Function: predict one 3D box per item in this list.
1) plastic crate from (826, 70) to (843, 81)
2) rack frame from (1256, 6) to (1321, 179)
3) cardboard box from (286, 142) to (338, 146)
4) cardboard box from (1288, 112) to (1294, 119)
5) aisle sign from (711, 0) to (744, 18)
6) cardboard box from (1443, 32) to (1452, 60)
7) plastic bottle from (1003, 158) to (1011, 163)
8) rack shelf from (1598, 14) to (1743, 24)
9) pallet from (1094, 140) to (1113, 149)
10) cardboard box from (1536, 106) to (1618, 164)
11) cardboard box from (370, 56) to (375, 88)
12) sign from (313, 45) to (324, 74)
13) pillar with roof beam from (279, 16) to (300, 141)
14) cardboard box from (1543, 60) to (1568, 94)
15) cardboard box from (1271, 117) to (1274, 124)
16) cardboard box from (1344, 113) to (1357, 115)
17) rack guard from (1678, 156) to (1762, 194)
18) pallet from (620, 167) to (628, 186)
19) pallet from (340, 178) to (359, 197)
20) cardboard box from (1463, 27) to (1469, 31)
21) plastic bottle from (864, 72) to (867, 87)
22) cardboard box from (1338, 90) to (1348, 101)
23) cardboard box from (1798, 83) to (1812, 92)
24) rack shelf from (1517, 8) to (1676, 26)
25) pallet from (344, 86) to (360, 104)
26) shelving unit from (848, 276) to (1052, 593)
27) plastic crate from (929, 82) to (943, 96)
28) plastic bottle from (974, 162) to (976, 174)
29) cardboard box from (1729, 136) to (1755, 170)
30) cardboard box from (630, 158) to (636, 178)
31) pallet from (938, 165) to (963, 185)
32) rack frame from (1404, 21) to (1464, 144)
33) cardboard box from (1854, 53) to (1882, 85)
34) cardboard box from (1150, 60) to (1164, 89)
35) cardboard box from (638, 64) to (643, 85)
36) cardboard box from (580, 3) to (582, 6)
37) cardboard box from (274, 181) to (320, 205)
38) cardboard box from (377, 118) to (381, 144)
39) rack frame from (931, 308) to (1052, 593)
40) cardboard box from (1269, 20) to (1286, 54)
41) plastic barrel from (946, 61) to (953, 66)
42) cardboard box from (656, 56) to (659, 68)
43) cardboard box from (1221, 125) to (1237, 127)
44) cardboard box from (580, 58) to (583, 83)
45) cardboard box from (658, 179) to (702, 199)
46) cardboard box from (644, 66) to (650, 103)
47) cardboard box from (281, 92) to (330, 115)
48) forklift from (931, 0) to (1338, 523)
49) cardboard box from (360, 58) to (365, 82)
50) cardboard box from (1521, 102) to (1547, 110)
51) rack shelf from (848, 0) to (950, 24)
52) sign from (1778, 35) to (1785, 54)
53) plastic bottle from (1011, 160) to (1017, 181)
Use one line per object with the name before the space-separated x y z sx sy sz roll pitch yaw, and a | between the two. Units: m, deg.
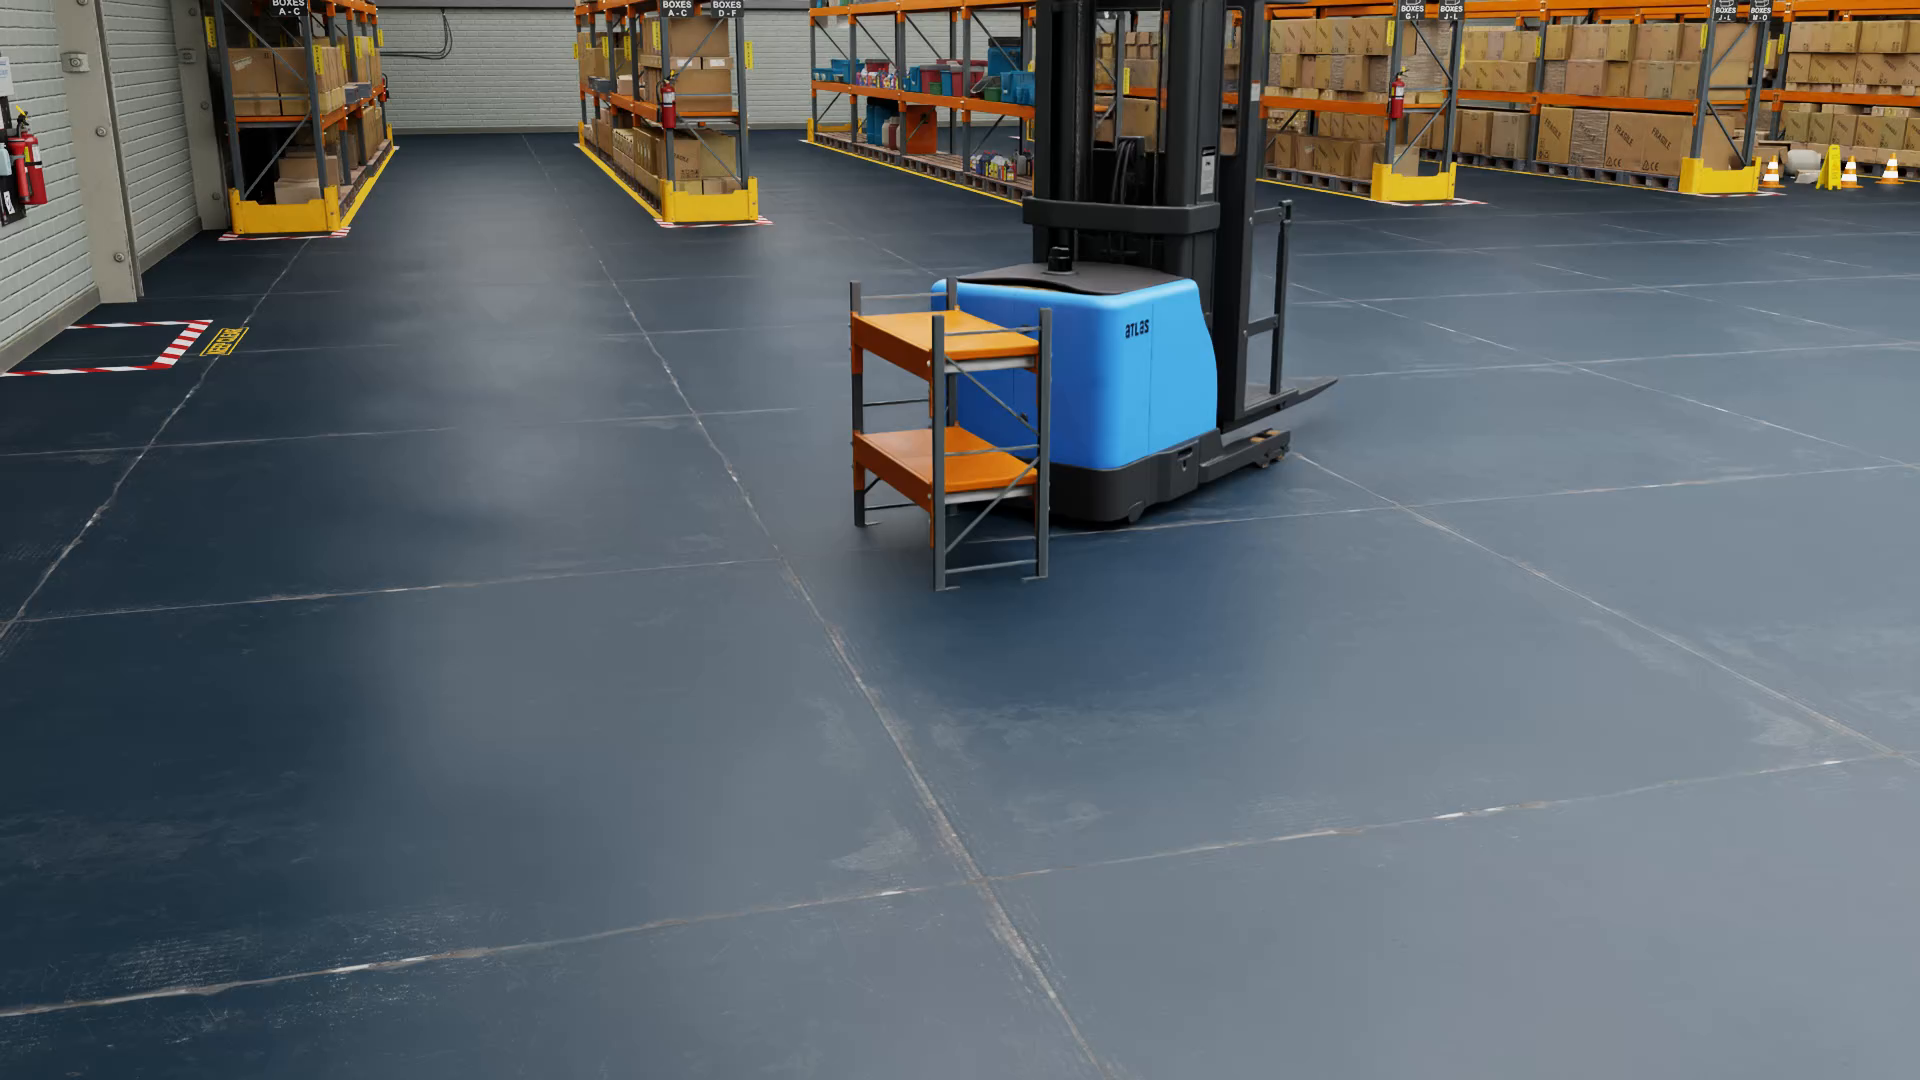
plastic crate | -2.563 -9.668 34.612 0.416 0.233 0.300 -5 17 -15
rack frame | 5.302 -7.334 26.653 1.000 3.000 0.127 -5 17 -15
cardboard box | -9.395 -5.514 24.174 0.700 0.500 0.500 -5 17 -16
cardboard box | 7.368 -9.245 36.207 0.380 0.149 0.250 -5 17 -16
aisle sign | -2.812 -6.696 20.011 0.394 0.787 0.004 -5 17 -15
cardboard box | 9.253 -9.066 30.509 0.700 0.500 0.500 -5 17 -16
plastic bottle | 0.667 -5.441 24.322 0.152 0.276 0.135 -5 17 -15
rack shelf | 16.854 -12.369 39.451 1.077 0.370 4.000 -5 17 -15
pallet | 3.388 -8.004 33.730 1.003 0.211 1.213 -5 17 -15
cardboard box | 10.204 -6.702 27.513 0.875 0.875 0.875 -4 17 -14
cardboard box | -11.318 -8.667 30.569 0.980 0.700 0.700 -4 17 -14
sign | -7.365 -5.510 19.076 0.100 0.325 0.005 -5 17 -15
pillar with roof beam | -8.069 -11.711 30.795 9.100 9.000 0.400 -5 17 -15
cardboard box | 10.211 -7.669 27.507 0.875 0.550 0.550 -5 17 -15
cardboard box | 7.181 -9.397 37.229 0.380 0.149 0.250 -4 17 -13
cardboard box | 8.134 -8.760 33.713 0.500 0.250 0.500 -4 17 -13
rack guard | 11.204 -5.388 24.519 1.175 0.500 0.348 -5 17 -15
pallet | -4.803 -5.755 26.244 1.003 0.211 1.213 -5 17 -15
pallet | -9.201 -5.039 23.859 1.003 0.211 1.213 -5 17 -15
cardboard box | 11.749 -11.722 38.221 0.380 0.149 0.250 -5 17 -17
plastic bottle | -1.792 -8.800 31.757 0.097 0.271 0.097 0 17 0
cardboard box | 5.765 -6.514 24.360 0.380 0.149 0.250 -5 17 -15
cardboard box | 14.728 -7.819 28.704 0.380 0.149 0.250 -4 17 -14
rack shelf | 13.181 -10.869 34.458 1.077 0.370 4.000 -5 17 -15
pallet | -9.056 -6.290 23.511 1.003 0.211 1.213 -5 17 -15
shelving unit | -0.062 -0.492 7.134 0.538 1.125 1.048 -7 18 -21
plastic crate | -0.210 -7.300 26.909 0.450 0.188 0.662 -5 17 -15
plastic bottle | 0.262 -5.634 25.092 0.097 0.201 0.097 0 17 0
cardboard box | 12.748 -6.424 27.727 0.797 0.637 0.503 -5 17 -15
cardboard box | -4.617 -5.528 24.689 0.500 0.250 0.500 -5 17 -16
pallet | 0.286 -5.821 26.463 1.003 0.211 1.213 -5 17 -15
rack frame | 8.999 -8.804 31.548 1.000 3.000 0.127 -5 17 -15
cardboard box | 15.127 -7.749 27.343 0.500 0.500 0.500 -4 17 -15
cardboard box | 3.829 -8.605 30.711 0.500 0.500 0.500 -4 17 -14
cardboard box | -4.702 -7.097 25.692 0.500 0.500 0.500 -5 17 -15
cardboard box | -7.218 -10.658 32.766 0.500 0.250 0.500 -5 17 -15
cardboard box | -7.990 -4.174 20.042 0.500 0.311 0.500 -7 18 -22
cardboard box | -11.565 -7.872 32.060 0.700 0.500 0.500 -4 17 -14
rack frame | 0.127 -0.356 6.682 0.500 1.125 0.032 -7 18 -21
cardboard box | 5.181 -7.858 25.970 0.500 0.500 0.500 -5 17 -15
plastic barrel | -0.072 -7.834 28.125 0.421 0.512 0.421 0 17 0
cardboard box | -3.770 -6.252 21.751 0.380 0.149 0.250 -4 17 -14
cardboard box | 4.733 -6.961 28.993 0.700 0.500 0.500 -3 17 -11
cardboard box | -7.507 -9.633 34.133 0.500 0.500 0.500 -5 17 -16
cardboard box | -3.556 -4.454 21.117 0.500 0.250 0.500 -5 17 -15
cardboard box | -4.096 -6.477 23.627 0.700 0.500 0.500 -5 17 -17
cardboard box | -7.716 -5.150 19.610 0.500 0.250 0.500 -5 17 -17
forklift | 1.104 -1.848 8.508 1.130 2.935 3.031 11 20 33
cardboard box | -10.108 -7.765 27.364 0.500 0.500 0.500 -4 17 -13
cardboard box | 12.879 -9.348 36.323 0.875 0.875 0.875 -4 17 -14
rack shelf | -1.109 -9.694 30.546 1.077 0.370 4.000 -5 17 -15
sign | 14.298 -8.627 28.945 0.100 0.325 0.005 -5 17 -15
plastic bottle | 0.772 -5.299 23.837 0.061 0.283 0.133 -5 17 -15
